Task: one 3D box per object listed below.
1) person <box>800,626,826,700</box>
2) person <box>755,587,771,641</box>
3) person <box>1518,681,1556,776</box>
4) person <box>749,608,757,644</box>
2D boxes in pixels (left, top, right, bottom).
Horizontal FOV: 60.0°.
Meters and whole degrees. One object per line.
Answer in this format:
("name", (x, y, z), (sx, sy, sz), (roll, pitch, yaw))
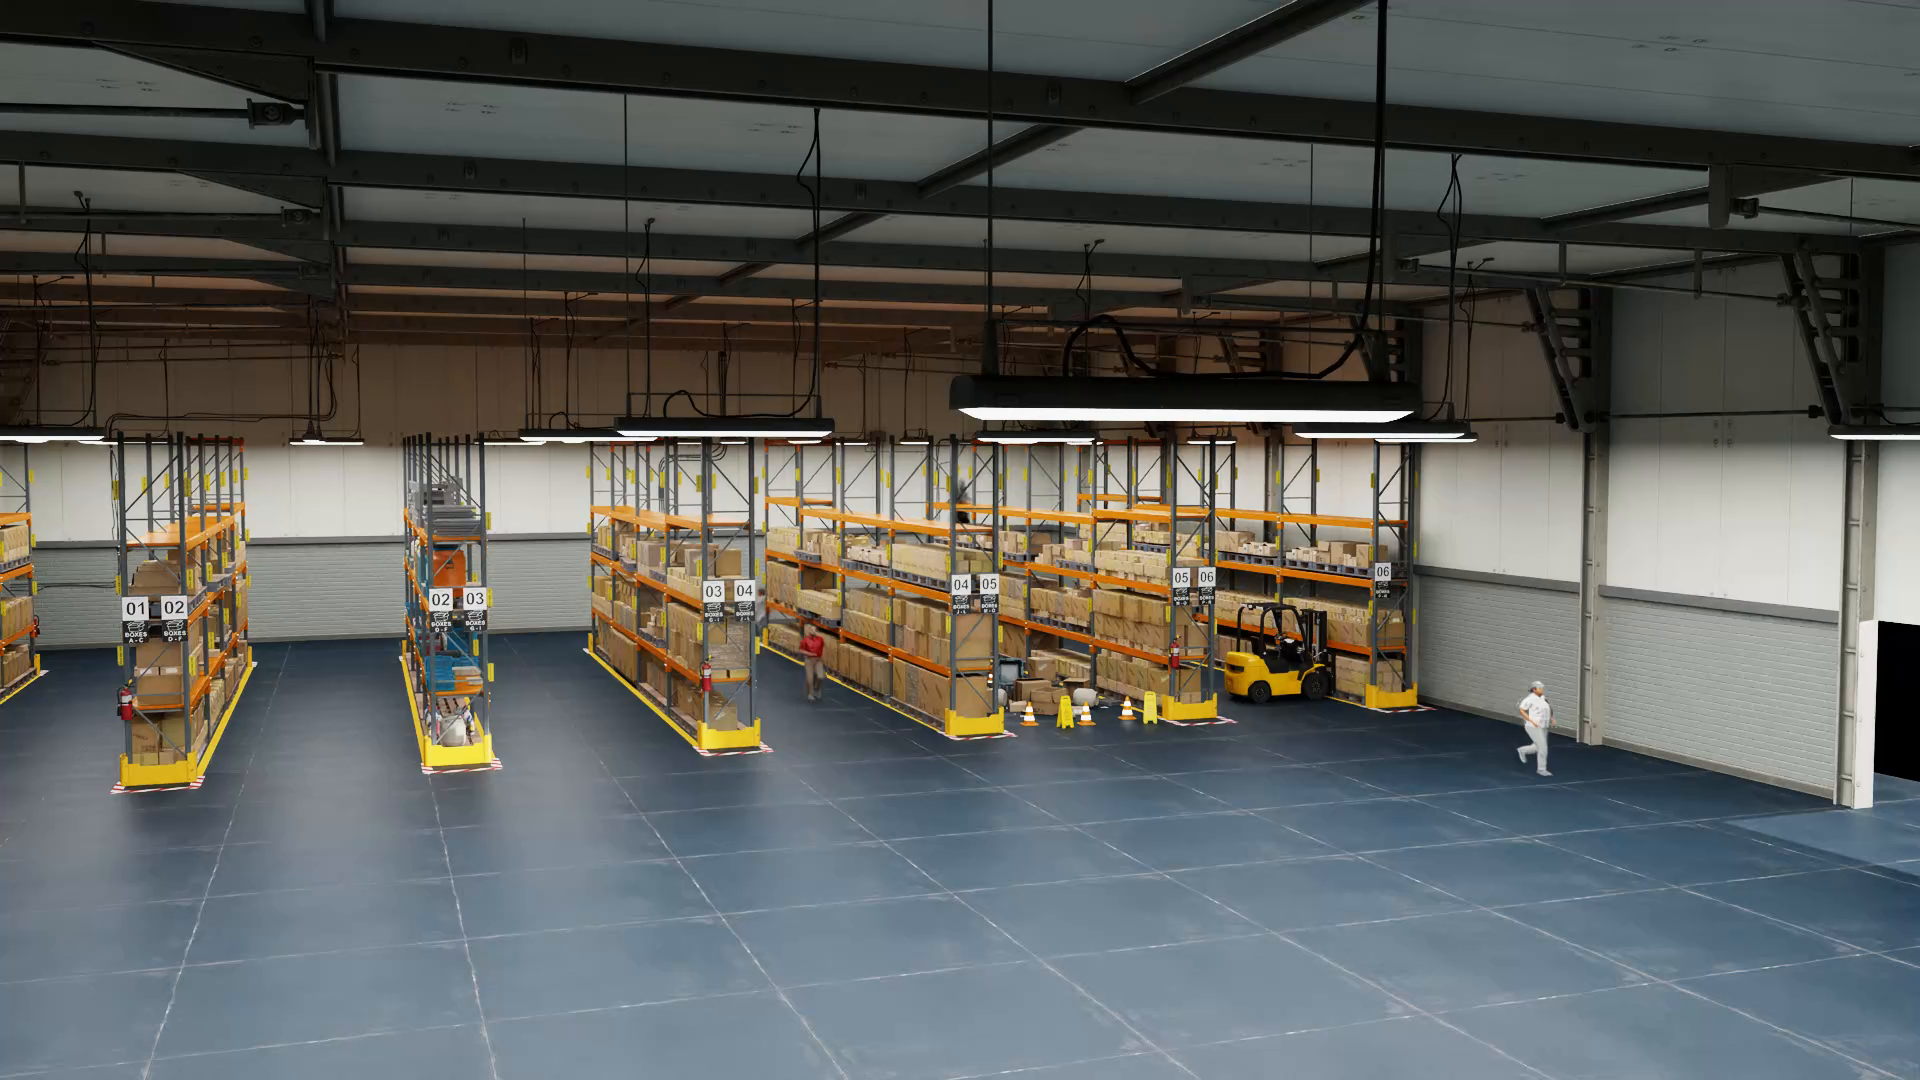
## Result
("person", (-3.293, 2.782, 37.583), (0.646, 1.691, 0.648), (-1, 3, -21))
("person", (-5.808, 2.201, 49.144), (0.708, 1.605, 0.579), (-2, 4, -28))
("person", (10.116, 3.298, 29.259), (0.607, 1.651, 0.724), (-3, 4, -40))
("person", (-5.893, 2.332, 45.706), (0.670, 1.731, 0.957), (-1, 3, -20))
